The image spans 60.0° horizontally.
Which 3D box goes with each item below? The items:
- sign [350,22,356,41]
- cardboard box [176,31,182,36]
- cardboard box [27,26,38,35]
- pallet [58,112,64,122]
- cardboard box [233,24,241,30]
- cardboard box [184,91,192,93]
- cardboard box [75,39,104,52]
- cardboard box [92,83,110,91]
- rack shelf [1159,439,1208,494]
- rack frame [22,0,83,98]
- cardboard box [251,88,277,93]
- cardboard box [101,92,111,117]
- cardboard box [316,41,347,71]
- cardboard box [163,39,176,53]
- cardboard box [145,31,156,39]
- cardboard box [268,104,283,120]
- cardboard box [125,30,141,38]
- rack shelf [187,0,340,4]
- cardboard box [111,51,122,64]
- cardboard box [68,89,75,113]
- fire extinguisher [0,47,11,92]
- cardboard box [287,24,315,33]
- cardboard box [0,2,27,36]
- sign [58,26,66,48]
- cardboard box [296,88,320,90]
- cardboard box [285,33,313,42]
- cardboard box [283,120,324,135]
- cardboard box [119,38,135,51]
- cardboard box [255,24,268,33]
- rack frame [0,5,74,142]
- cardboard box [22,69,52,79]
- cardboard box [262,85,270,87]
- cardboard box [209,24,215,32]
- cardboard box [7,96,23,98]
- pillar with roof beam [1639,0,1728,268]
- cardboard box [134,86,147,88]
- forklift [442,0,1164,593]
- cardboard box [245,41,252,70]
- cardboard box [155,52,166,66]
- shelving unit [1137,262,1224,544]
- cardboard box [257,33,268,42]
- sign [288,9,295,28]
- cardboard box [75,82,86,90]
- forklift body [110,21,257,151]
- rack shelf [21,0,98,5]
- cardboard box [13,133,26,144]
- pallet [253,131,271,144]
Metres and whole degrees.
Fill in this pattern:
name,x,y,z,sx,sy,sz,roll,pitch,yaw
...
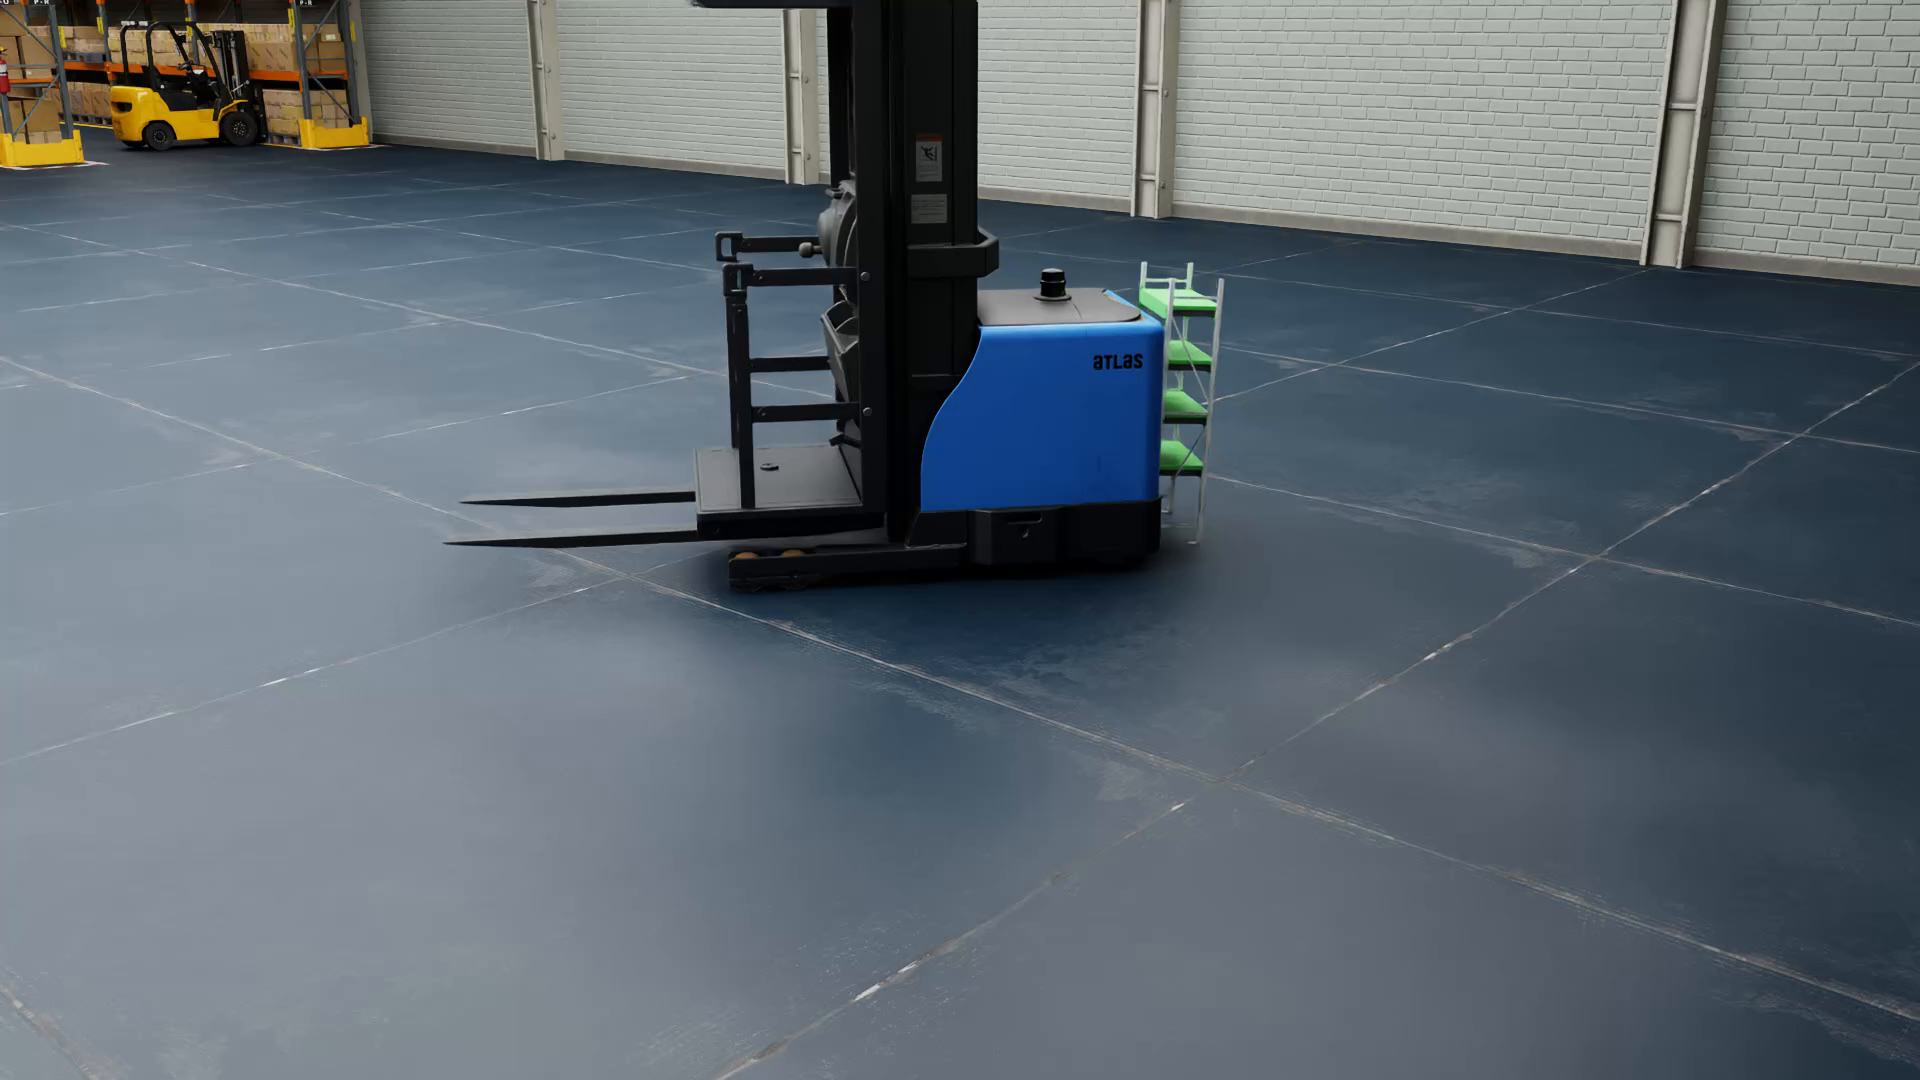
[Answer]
name,x,y,z,sx,sy,sz,roll,pitch,yaw
sign,-10.899,-9.114,29.807,0.005,0.325,0.100,15,23,39
cardboard box,-15.020,-9.826,32.376,0.250,0.149,0.380,15,23,39
cardboard box,-20.034,-11.048,36.606,0.500,0.500,0.700,16,23,41
pallet,-19.614,-9.464,37.085,1.213,0.211,1.003,15,23,39
cardboard box,-13.206,-9.469,30.759,0.250,0.149,0.380,15,23,39
cardboard box,-14.661,-8.512,32.707,0.625,0.625,0.875,16,24,42
cardboard box,-18.259,-10.412,35.016,0.500,0.250,0.500,14,22,37
cardboard box,-18.185,-9.616,35.317,0.250,0.149,0.380,14,22,37
rack shelf,0.952,-0.341,7.687,0.258,0.148,0.480,0,17,-9
rack frame,-20.247,-10.948,37.151,0.127,3.000,1.000,15,23,39
cardboard box,-12.967,-8.231,30.786,0.500,0.250,0.500,14,23,38
cardboard box,-17.714,-9.190,35.049,0.500,0.500,0.500,16,24,41
cardboard box,-11.458,-8.749,30.055,0.500,0.500,0.500,16,24,41
cardboard box,-15.190,-9.651,32.485,0.500,0.250,0.500,14,23,38
cardboard box,-15.892,-10.003,32.934,0.250,0.149,0.380,14,23,38
cardboard box,-12.211,-7.797,30.245,0.500,0.250,0.500,15,23,39
cardboard box,-16.803,-10.272,33.783,0.250,0.149,0.380,16,24,41
rack shelf,-12.768,-10.027,30.479,4.000,0.370,1.077,15,23,39
cardboard box,-17.086,-9.929,34.188,0.500,0.250,0.500,15,23,39
cardboard box,-19.260,-9.603,36.350,0.500,0.500,0.500,14,22,38
fire extinguisher,-14.784,-7.251,25.628,0.183,0.674,0.296,15,23,39
cardboard box,-11.680,-9.062,29.477,0.250,0.149,0.380,15,23,39
cardboard box,-15.091,-8.134,25.974,0.500,0.500,0.700,14,23,38
sign,-14.204,-7.950,26.274,0.005,0.325,0.100,15,23,39
cardboard box,-11.882,-8.144,30.512,0.500,0.250,0.500,15,23,39
cardboard box,-11.717,-8.902,29.465,0.250,0.149,0.380,15,23,40
cardboard box,-11.833,-7.451,29.983,0.500,0.250,0.500,15,23,40
cardboard box,-16.712,-10.067,33.794,0.500,0.250,0.500,16,24,41
cardboard box,-12.504,-9.245,30.053,0.250,0.149,0.380,16,23,41
rack frame,-14.564,-7.415,26.018,0.127,3.000,1.000,15,23,39
cardboard box,-14.680,-7.410,26.418,0.250,0.149,0.380,15,23,39
cardboard box,-13.378,-8.555,31.807,0.500,0.250,0.500,15,23,38
cardboard box,-13.955,-9.681,31.429,0.250,0.149,0.380,15,23,40
cardboard box,-15.765,-7.098,27.630,0.500,0.500,0.500,16,23,40
pillar with roof beam,3.899,-5.949,11.481,0.400,9.000,9.100,15,23,39
cardboard box,-16.798,-9.085,34.511,0.625,0.625,0.875,16,24,41
forklift,-0.693,-1.349,7.017,3.031,2.935,1.130,-3,18,-9
cardboard box,-12.963,-8.933,30.637,0.500,0.500,0.500,15,23,40
cardboard box,-15.545,-9.519,32.894,0.500,0.250,0.500,15,23,40
shelving unit,0.965,-0.631,7.597,0.258,1.200,0.503,0,17,-9
cardboard box,-12.490,-9.108,30.113,0.250,0.149,0.380,14,22,38
sign,-11.642,-9.084,28.970,0.005,0.325,0.100,15,23,39
cardboard box,-18.916,-9.838,36.019,0.250,0.149,0.380,15,23,39
forklift body,-13.901,-8.102,29.586,1.214,2.155,2.313,15,23,39
rack shelf,-18.751,-11.634,35.540,4.000,0.370,1.077,15,23,39
cardboard box,-15.365,-6.411,26.705,0.500,0.250,0.500,15,23,39
pallet,-12.780,-7.599,31.206,1.213,0.211,1.003,15,23,39
